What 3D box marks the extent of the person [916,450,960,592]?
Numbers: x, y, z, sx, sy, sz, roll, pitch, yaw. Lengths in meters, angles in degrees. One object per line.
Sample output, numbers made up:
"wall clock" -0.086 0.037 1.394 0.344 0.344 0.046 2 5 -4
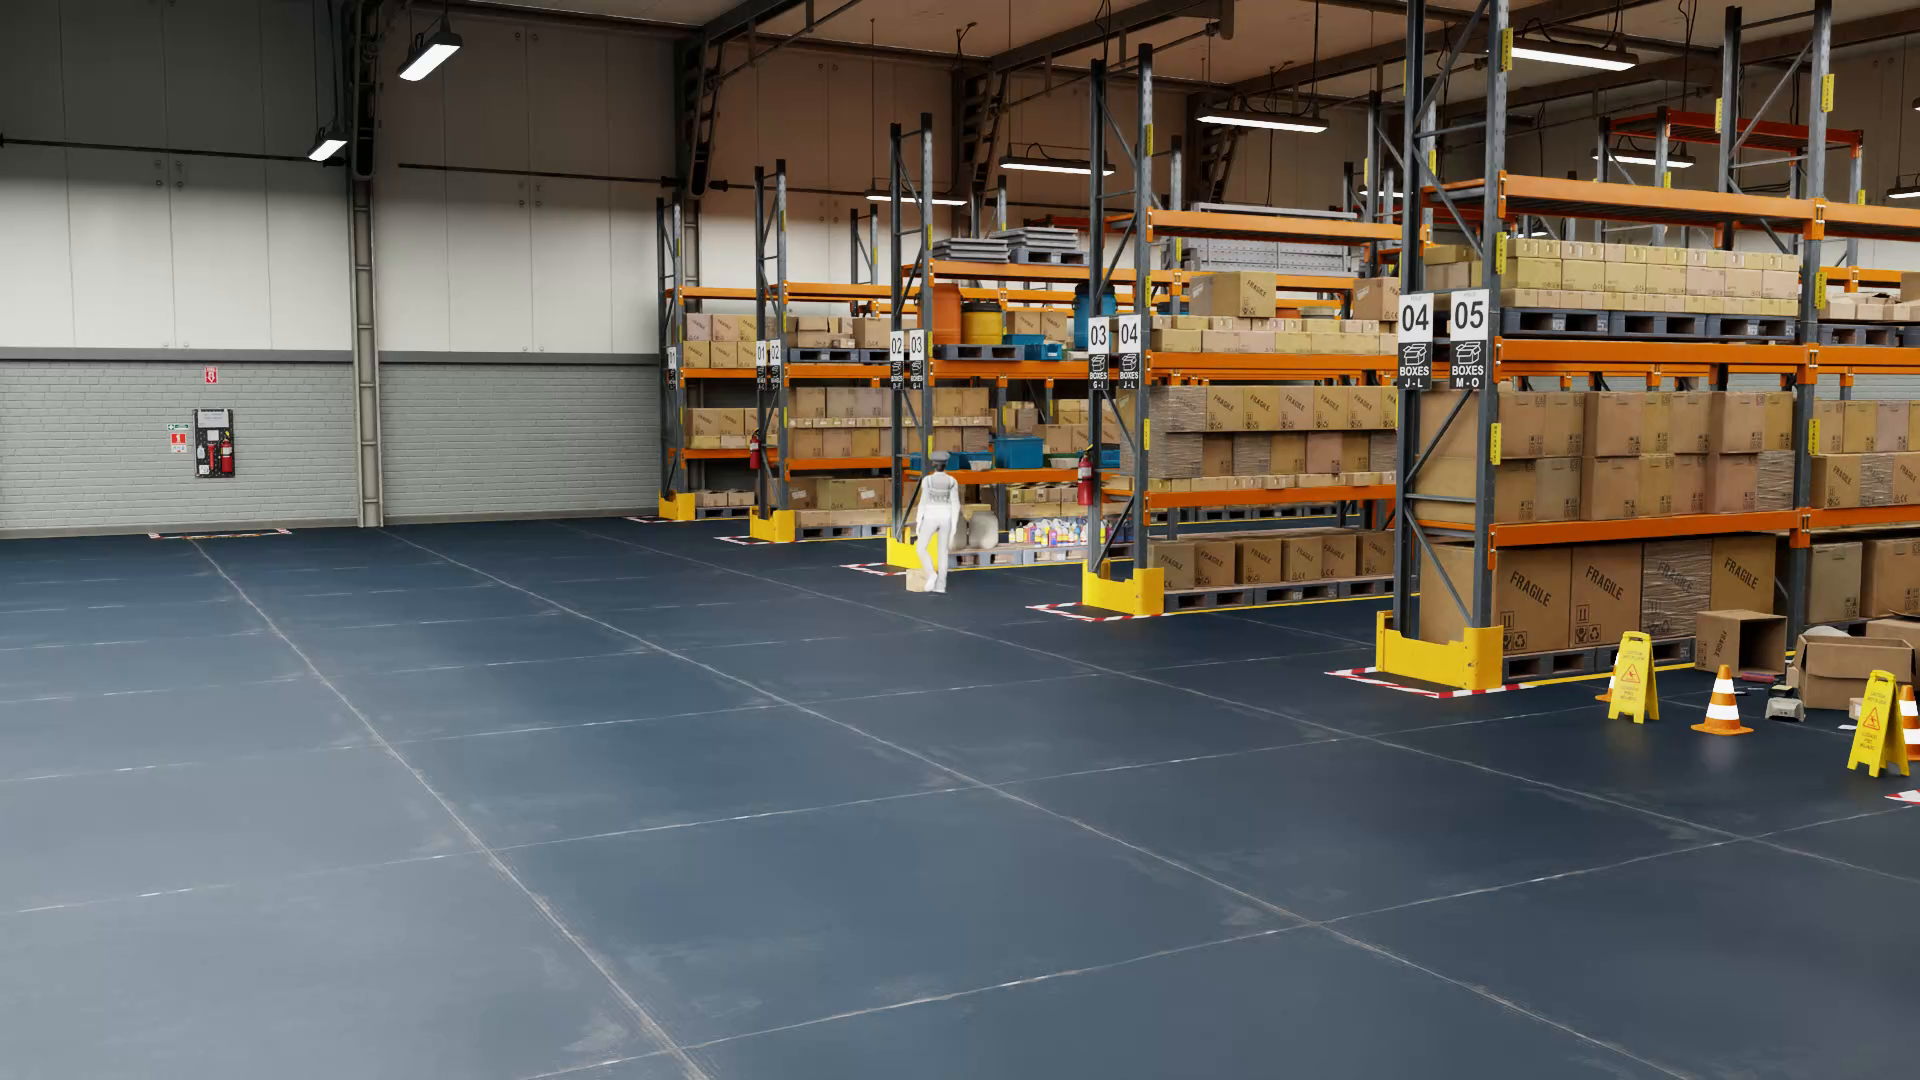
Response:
"person" -0.271 -0.211 19.443 0.511 1.683 0.606 -1 5 -16
